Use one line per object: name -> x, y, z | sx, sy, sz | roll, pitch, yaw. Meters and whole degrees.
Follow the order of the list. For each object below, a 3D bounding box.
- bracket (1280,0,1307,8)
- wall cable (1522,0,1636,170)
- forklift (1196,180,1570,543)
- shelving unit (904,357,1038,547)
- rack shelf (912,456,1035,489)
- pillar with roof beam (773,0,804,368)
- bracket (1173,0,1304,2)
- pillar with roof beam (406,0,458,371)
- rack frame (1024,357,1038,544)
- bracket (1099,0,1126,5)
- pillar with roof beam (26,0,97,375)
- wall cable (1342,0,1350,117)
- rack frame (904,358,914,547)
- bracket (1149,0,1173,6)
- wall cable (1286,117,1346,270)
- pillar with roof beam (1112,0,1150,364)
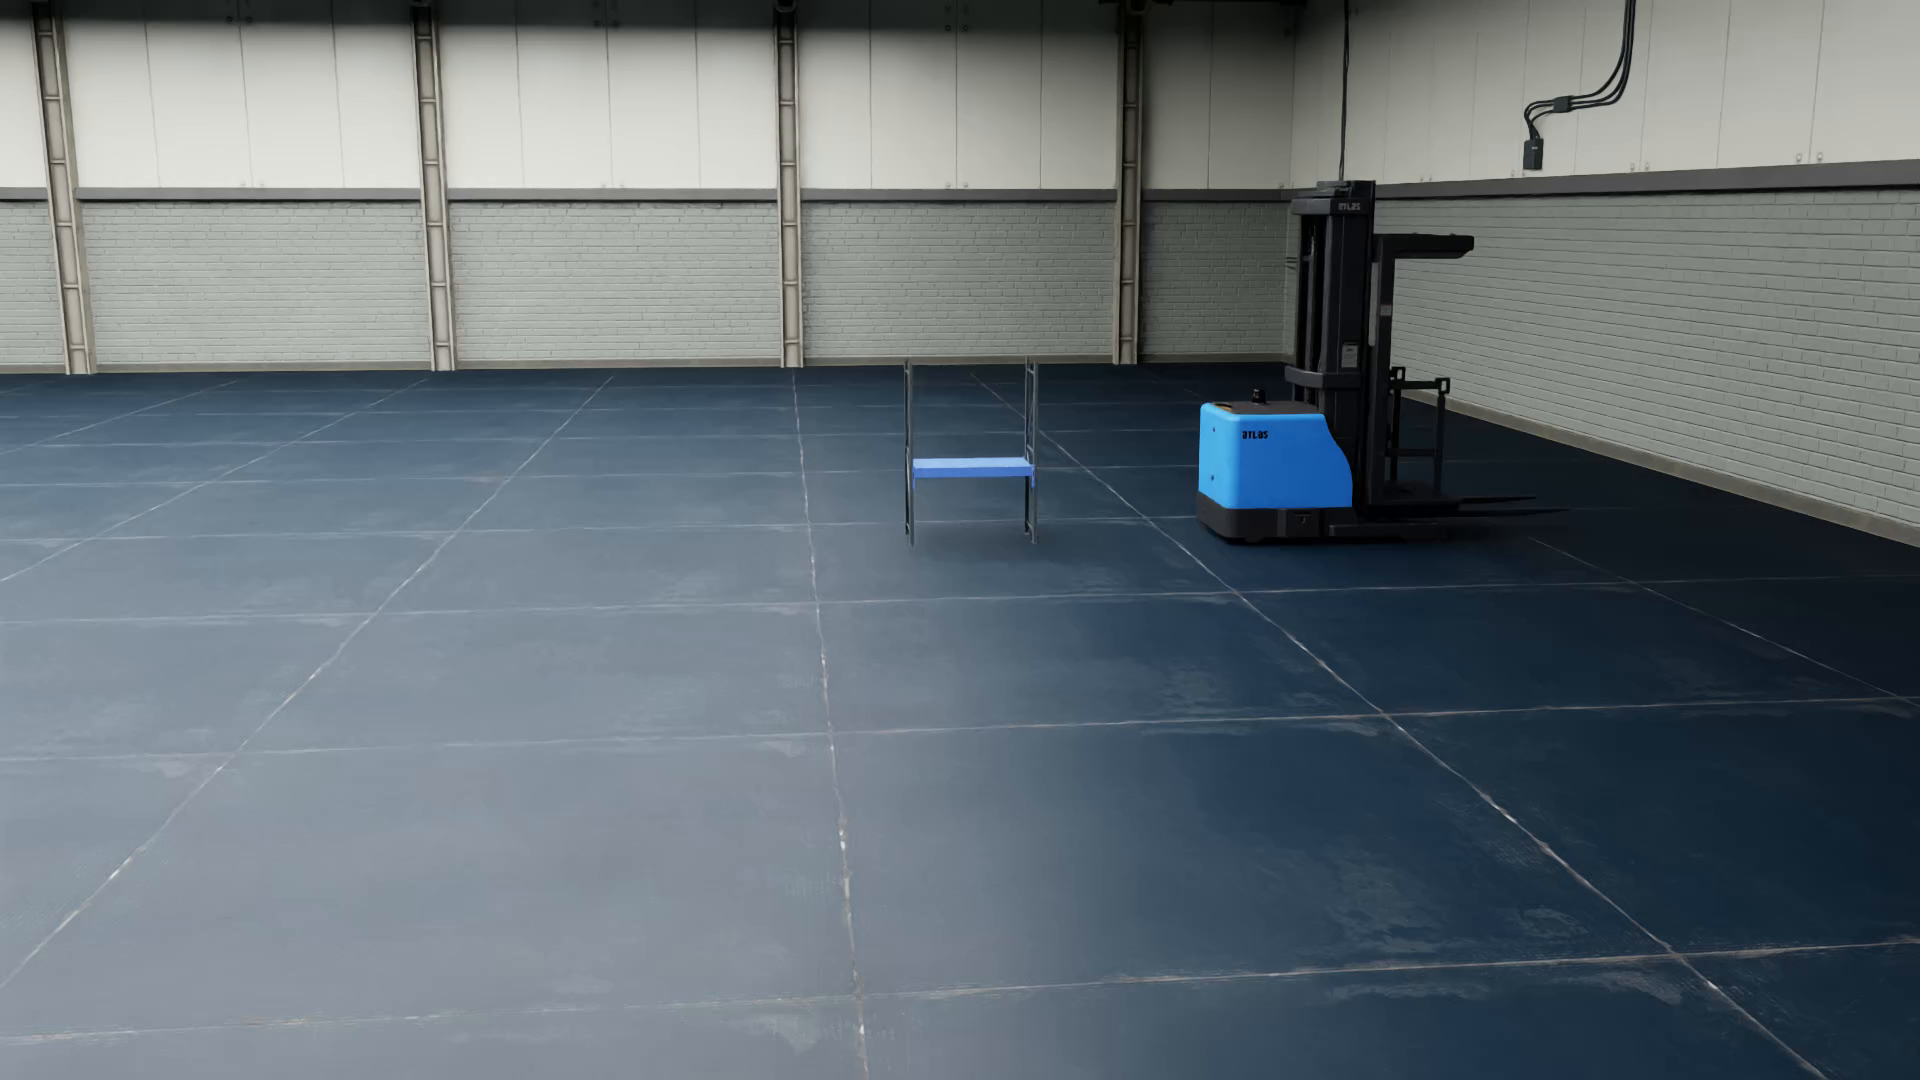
bracket -> 5.791, -9.373, 28.885 | 0.430, 0.232, 0.235 | -1, 11, -6
wall cable -> 7.065, -7.272, 18.715 | 0.169, 6.003, 2.305 | -1, 11, -6
forklift -> 3.610, -1.512, 13.962 | 3.031, 2.935, 1.130 | -1, 11, -6
shelving unit -> 0.085, -0.738, 13.732 | 1.048, 1.500, 0.538 | -1, 11, -6
rack shelf -> 0.085, -0.561, 13.767 | 1.000, 0.185, 0.538 | -1, 11, -6
pillar with roof beam -> -2.516, -6.666, 24.448 | 0.548, 9.000, 9.100 | -1, 11, -6
bracket -> 5.204, -9.361, 28.822 | 3.189, 0.066, 0.076 | -1, 11, -6
pillar with roof beam -> -8.481, -6.541, 23.812 | 0.548, 9.000, 9.100 | -1, 11, -6
rack frame -> 0.590, -0.748, 13.786 | 0.032, 1.500, 0.500 | -1, 11, -6
bracket -> 2.610, -9.306, 28.546 | 0.430, 0.232, 0.235 | -1, 11, -6
pillar with roof beam -> -14.446, -6.416, 23.177 | 0.548, 9.000, 9.100 | -1, 11, -6
wall cable -> 6.348, -7.860, 25.479 | 0.112, 2.526, 3.097 | -1, 11, -6
rack frame -> -0.421, -0.727, 13.679 | 0.032, 1.500, 0.500 | -1, 11, -6
bracket -> 3.435, -9.323, 28.634 | 0.430, 0.232, 0.235 | -1, 11, -6
wall cable -> 6.056, -5.901, 28.605 | 0.112, 2.526, 3.097 | -1, 11, -6
pillar with roof beam -> 3.449, -6.791, 25.084 | 0.548, 9.000, 9.100 | -1, 11, -6
